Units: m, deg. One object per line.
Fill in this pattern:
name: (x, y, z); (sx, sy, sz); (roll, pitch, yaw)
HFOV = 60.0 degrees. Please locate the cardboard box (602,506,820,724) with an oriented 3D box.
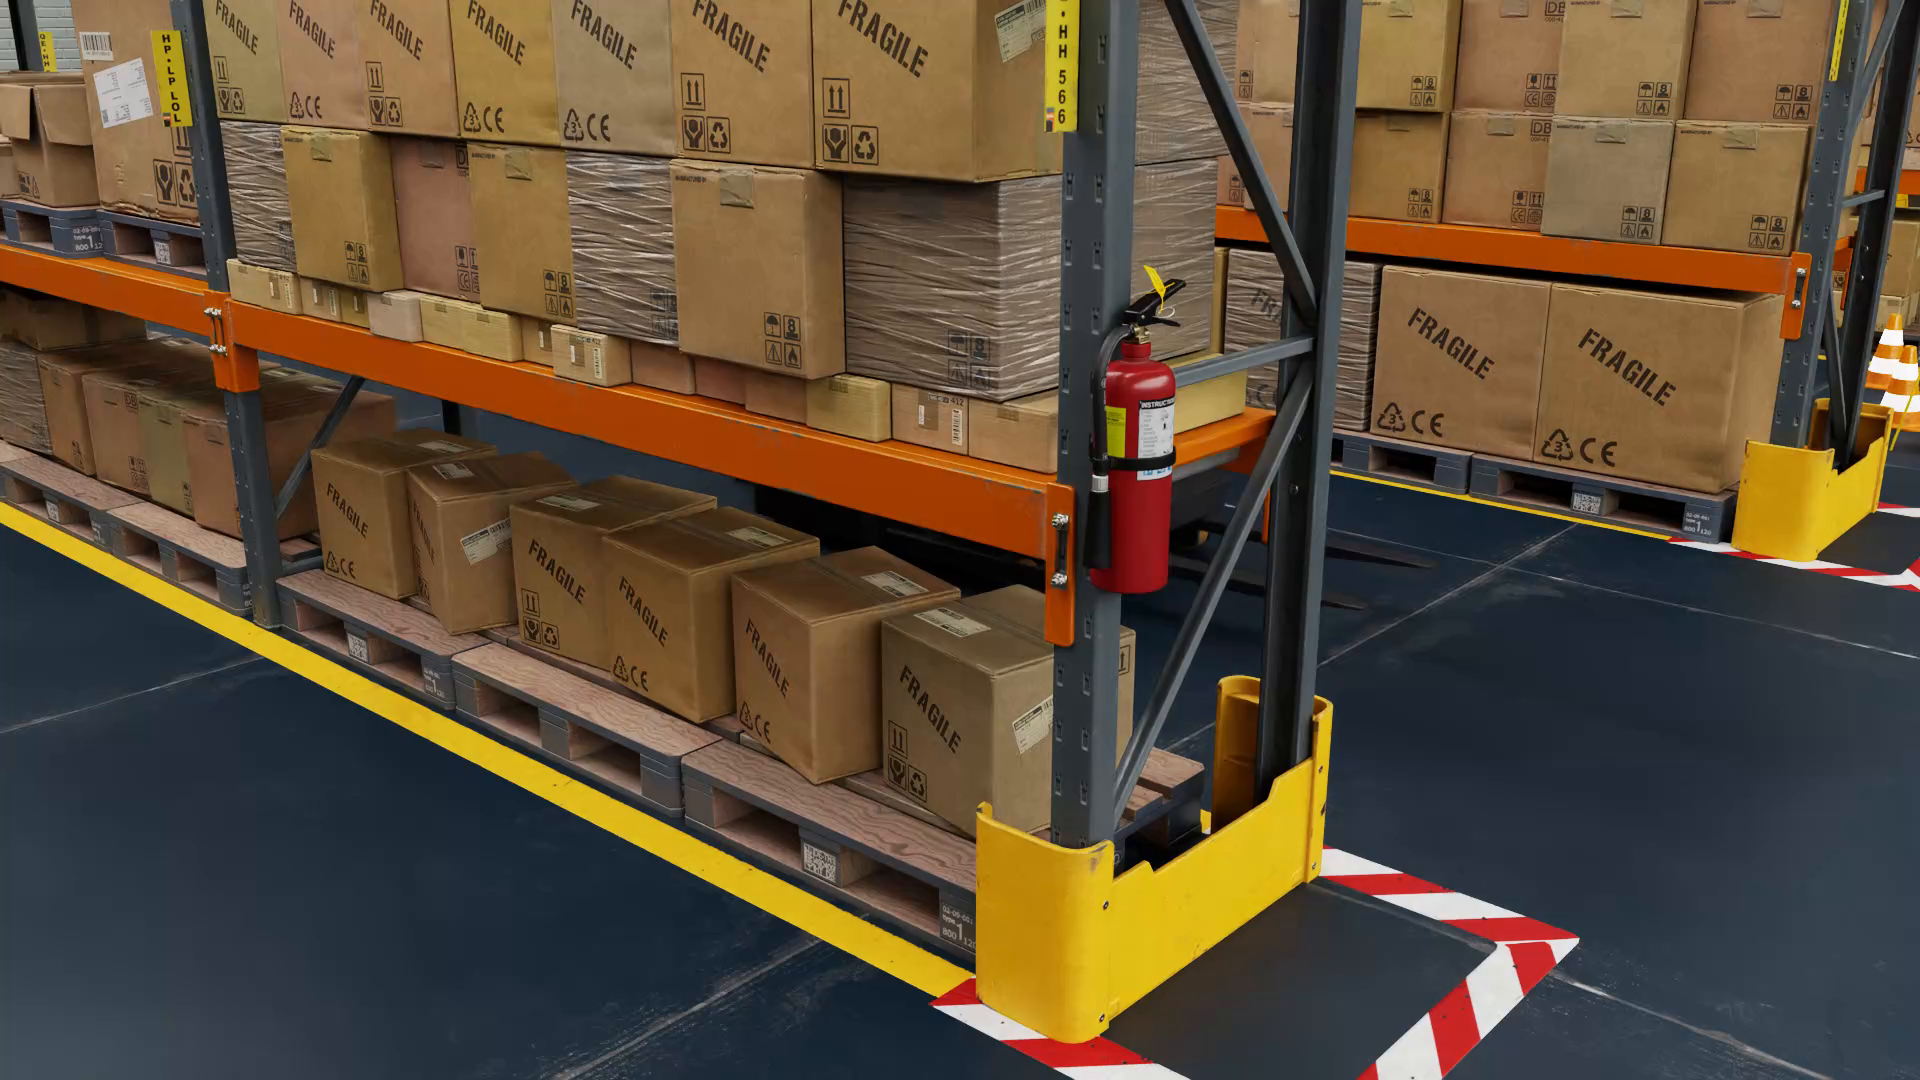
cardboard box: (-0.796, 0.227, 5.376); (0.500, 0.500, 0.500); (-16, 23, -41)

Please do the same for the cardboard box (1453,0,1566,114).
cardboard box: (2.900, -2.397, 8.173); (0.550, 0.550, 0.875); (15, 23, 39)

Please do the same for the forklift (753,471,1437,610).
forklift: (0.501, -1.299, 6.859); (3.031, 2.935, 1.130); (14, 22, 37)

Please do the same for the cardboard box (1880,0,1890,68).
cardboard box: (6.263, -3.458, 11.238); (0.500, 0.500, 0.700); (15, 23, 40)

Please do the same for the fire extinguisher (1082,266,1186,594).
fire extinguisher: (0.365, -0.229, 3.502); (0.183, 0.674, 0.296); (15, 23, 39)

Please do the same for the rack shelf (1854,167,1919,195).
rack shelf: (5.667, -2.694, 12.330); (4.000, 0.370, 1.077); (15, 23, 39)

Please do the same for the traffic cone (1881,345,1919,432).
traffic cone: (5.503, -0.901, 9.686); (0.334, 0.463, 0.336); (15, 23, 39)

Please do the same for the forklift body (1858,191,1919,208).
forklift body: (7.826, -3.322, 14.525); (1.214, 2.155, 2.313); (15, 23, 39)

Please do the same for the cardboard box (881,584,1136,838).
cardboard box: (0.129, 0.469, 4.613); (0.500, 0.500, 0.500); (-13, 22, -36)

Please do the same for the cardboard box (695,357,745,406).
cardboard box: (-0.509, -0.486, 4.600); (0.250, 0.149, 0.380); (15, 23, 39)

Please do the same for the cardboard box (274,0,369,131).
cardboard box: (-1.864, -1.614, 5.430); (0.500, 0.500, 0.500); (15, 23, 39)

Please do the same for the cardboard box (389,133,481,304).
cardboard box: (-1.319, -1.095, 5.447); (0.500, 0.500, 0.875); (15, 23, 39)

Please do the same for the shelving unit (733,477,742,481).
shelving unit: (-0.871, -1.272, 8.149); (0.431, 2.100, 0.503); (-10, 20, -29)

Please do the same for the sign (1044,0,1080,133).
sign: (0.202, -0.974, 3.286); (0.005, 0.325, 0.100); (15, 23, 39)

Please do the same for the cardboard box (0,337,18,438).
cardboard box: (-4.884, -0.888, 8.855); (0.500, 0.500, 0.700); (14, 22, 36)

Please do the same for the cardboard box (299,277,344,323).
cardboard box: (-2.062, -0.868, 5.804); (0.250, 0.149, 0.380); (15, 23, 39)

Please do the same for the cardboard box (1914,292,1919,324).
cardboard box: (6.744, -1.749, 12.016); (0.500, 0.250, 0.500); (15, 23, 39)

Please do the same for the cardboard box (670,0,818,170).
cardboard box: (-0.368, -1.213, 4.164); (0.500, 0.500, 0.500); (15, 23, 39)

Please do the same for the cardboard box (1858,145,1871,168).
cardboard box: (6.301, -2.624, 11.337); (0.250, 0.149, 0.380); (15, 23, 38)

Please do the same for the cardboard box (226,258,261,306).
cardboard box: (-2.445, -0.965, 6.110); (0.250, 0.149, 0.380); (15, 23, 39)

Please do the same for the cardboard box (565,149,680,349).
cardboard box: (-0.607, -0.883, 4.777); (0.500, 0.500, 0.875); (15, 23, 39)

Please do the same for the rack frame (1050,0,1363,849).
rack frame: (0.585, -0.393, 3.891); (0.127, 3.000, 1.000); (15, 23, 39)

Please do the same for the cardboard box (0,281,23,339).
cardboard box: (-4.877, -1.247, 8.748); (0.500, 0.250, 0.500); (16, 24, 41)

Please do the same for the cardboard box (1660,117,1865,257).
cardboard box: (3.646, -1.631, 7.543); (0.550, 0.550, 0.875); (15, 23, 39)

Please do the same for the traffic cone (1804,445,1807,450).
traffic cone: (4.499, -0.714, 9.096); (0.334, 0.463, 0.336); (15, 23, 39)

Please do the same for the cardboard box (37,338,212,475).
cardboard box: (-4.032, -0.667, 8.159); (0.700, 0.500, 0.500); (-16, 24, -41)

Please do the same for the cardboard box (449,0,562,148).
cardboard box: (-1.109, -1.416, 4.804); (0.500, 0.500, 0.500); (15, 23, 39)

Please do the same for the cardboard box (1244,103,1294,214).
cardboard box: (1.997, -2.058, 8.889); (0.550, 0.550, 0.875); (15, 23, 39)

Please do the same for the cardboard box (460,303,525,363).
cardboard box: (-1.314, -0.667, 5.170); (0.250, 0.149, 0.380); (15, 23, 39)

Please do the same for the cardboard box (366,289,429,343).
cardboard box: (-1.709, -0.761, 5.465); (0.250, 0.149, 0.380); (15, 23, 39)

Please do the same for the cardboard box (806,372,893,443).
cardboard box: (-0.173, -0.373, 4.243); (0.250, 0.149, 0.380); (15, 23, 39)

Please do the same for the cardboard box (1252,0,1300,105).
cardboard box: (2.016, -2.579, 8.746); (0.550, 0.550, 0.875); (15, 23, 39)

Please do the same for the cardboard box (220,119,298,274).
cardboard box: (-2.111, -1.281, 6.033); (0.500, 0.500, 0.875); (15, 23, 39)

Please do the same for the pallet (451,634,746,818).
pallet: (-0.964, 0.505, 5.673); (1.213, 0.211, 1.003); (15, 23, 39)

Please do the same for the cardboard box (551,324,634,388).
cardboard box: (-0.956, -0.561, 4.837); (0.250, 0.149, 0.380); (15, 23, 39)

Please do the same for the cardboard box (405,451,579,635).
cardboard box: (-1.700, -0.002, 6.098); (0.500, 0.500, 0.500); (-10, 20, -28)

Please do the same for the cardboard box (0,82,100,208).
cardboard box: (-3.764, -1.773, 7.374); (0.797, 0.503, 0.637); (-15, 23, -40)

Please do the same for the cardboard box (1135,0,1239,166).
cardboard box: (0.355, -1.231, 4.222); (0.500, 0.500, 0.500); (15, 23, 39)

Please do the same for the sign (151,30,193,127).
sign: (-2.772, -1.622, 5.849); (0.005, 0.325, 0.100); (15, 23, 39)

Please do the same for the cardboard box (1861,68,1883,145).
cardboard box: (6.203, -2.973, 11.363); (0.500, 0.500, 0.500); (15, 23, 39)

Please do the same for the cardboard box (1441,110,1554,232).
cardboard box: (2.884, -1.877, 8.320); (0.550, 0.550, 0.875); (15, 23, 39)

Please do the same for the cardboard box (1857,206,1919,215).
cardboard box: (6.725, -2.111, 11.917); (0.500, 0.500, 0.500); (14, 22, 37)

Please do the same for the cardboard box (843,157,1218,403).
cardboard box: (0.192, -0.699, 4.199); (0.500, 0.500, 0.875); (15, 23, 39)

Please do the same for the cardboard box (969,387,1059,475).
cardboard box: (0.235, -0.284, 3.963); (0.250, 0.149, 0.380); (15, 23, 39)

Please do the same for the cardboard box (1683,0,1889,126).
cardboard box: (3.701, -2.164, 7.440); (0.550, 0.550, 0.875); (15, 23, 39)

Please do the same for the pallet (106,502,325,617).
pallet: (-2.990, -0.023, 7.335); (1.213, 0.211, 1.003); (15, 23, 39)

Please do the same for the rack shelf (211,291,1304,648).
rack shelf: (-0.911, -0.452, 5.266); (4.000, 0.370, 1.077); (15, 23, 39)

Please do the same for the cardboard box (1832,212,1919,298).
cardboard box: (6.391, -1.984, 11.516); (0.500, 0.500, 0.500); (15, 23, 40)

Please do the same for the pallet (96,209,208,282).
pallet: (-2.881, -1.291, 7.038); (1.213, 0.211, 1.003); (15, 23, 39)

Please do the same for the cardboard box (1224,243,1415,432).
cardboard box: (2.062, -1.163, 9.137); (0.875, 0.875, 0.875); (15, 23, 40)

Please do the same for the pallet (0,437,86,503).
pallet: (-4.815, -0.513, 8.879); (1.213, 0.211, 1.003); (15, 23, 39)

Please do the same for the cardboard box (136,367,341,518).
cardboard box: (-3.196, -0.443, 7.453); (0.500, 0.500, 0.700); (15, 23, 39)

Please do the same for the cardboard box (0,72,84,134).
cardboard box: (-4.484, -2.058, 8.279); (0.700, 0.500, 0.500); (-14, 22, -38)

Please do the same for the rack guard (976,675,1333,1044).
rack guard: (0.529, 0.783, 4.318); (0.348, 0.500, 1.175); (15, 23, 39)

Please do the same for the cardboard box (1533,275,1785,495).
cardboard box: (3.402, -0.804, 8.003); (0.875, 0.875, 0.875); (15, 23, 40)

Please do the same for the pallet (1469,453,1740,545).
pallet: (3.303, -0.309, 8.235); (1.213, 0.211, 1.003); (15, 23, 39)

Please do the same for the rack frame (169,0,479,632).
rack frame: (-2.406, -1.196, 6.422); (0.127, 3.000, 1.000); (15, 23, 39)
